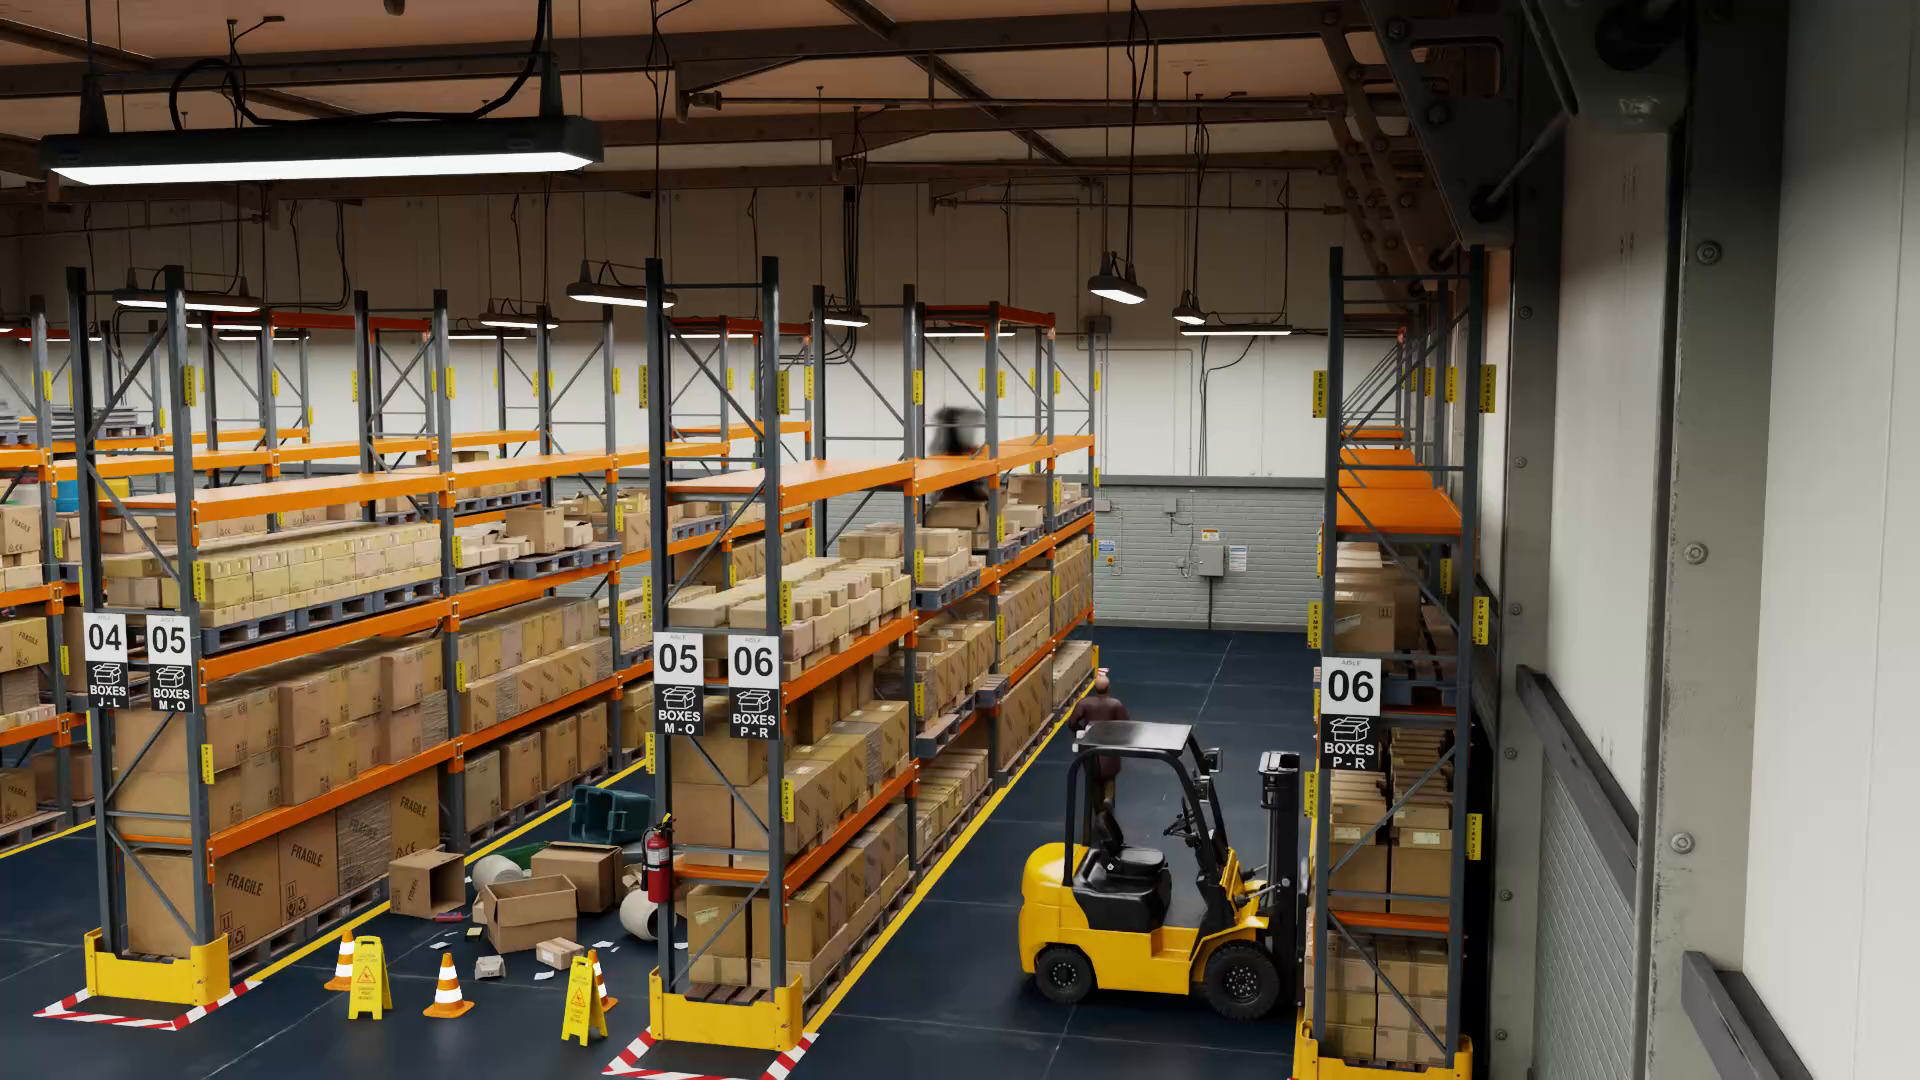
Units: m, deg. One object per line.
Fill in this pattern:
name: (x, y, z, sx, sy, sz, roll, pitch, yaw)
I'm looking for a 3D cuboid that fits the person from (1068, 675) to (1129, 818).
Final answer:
person: (1.577, 2.408, 18.796, 0.711, 1.756, 0.727, 2, 6, 14)
